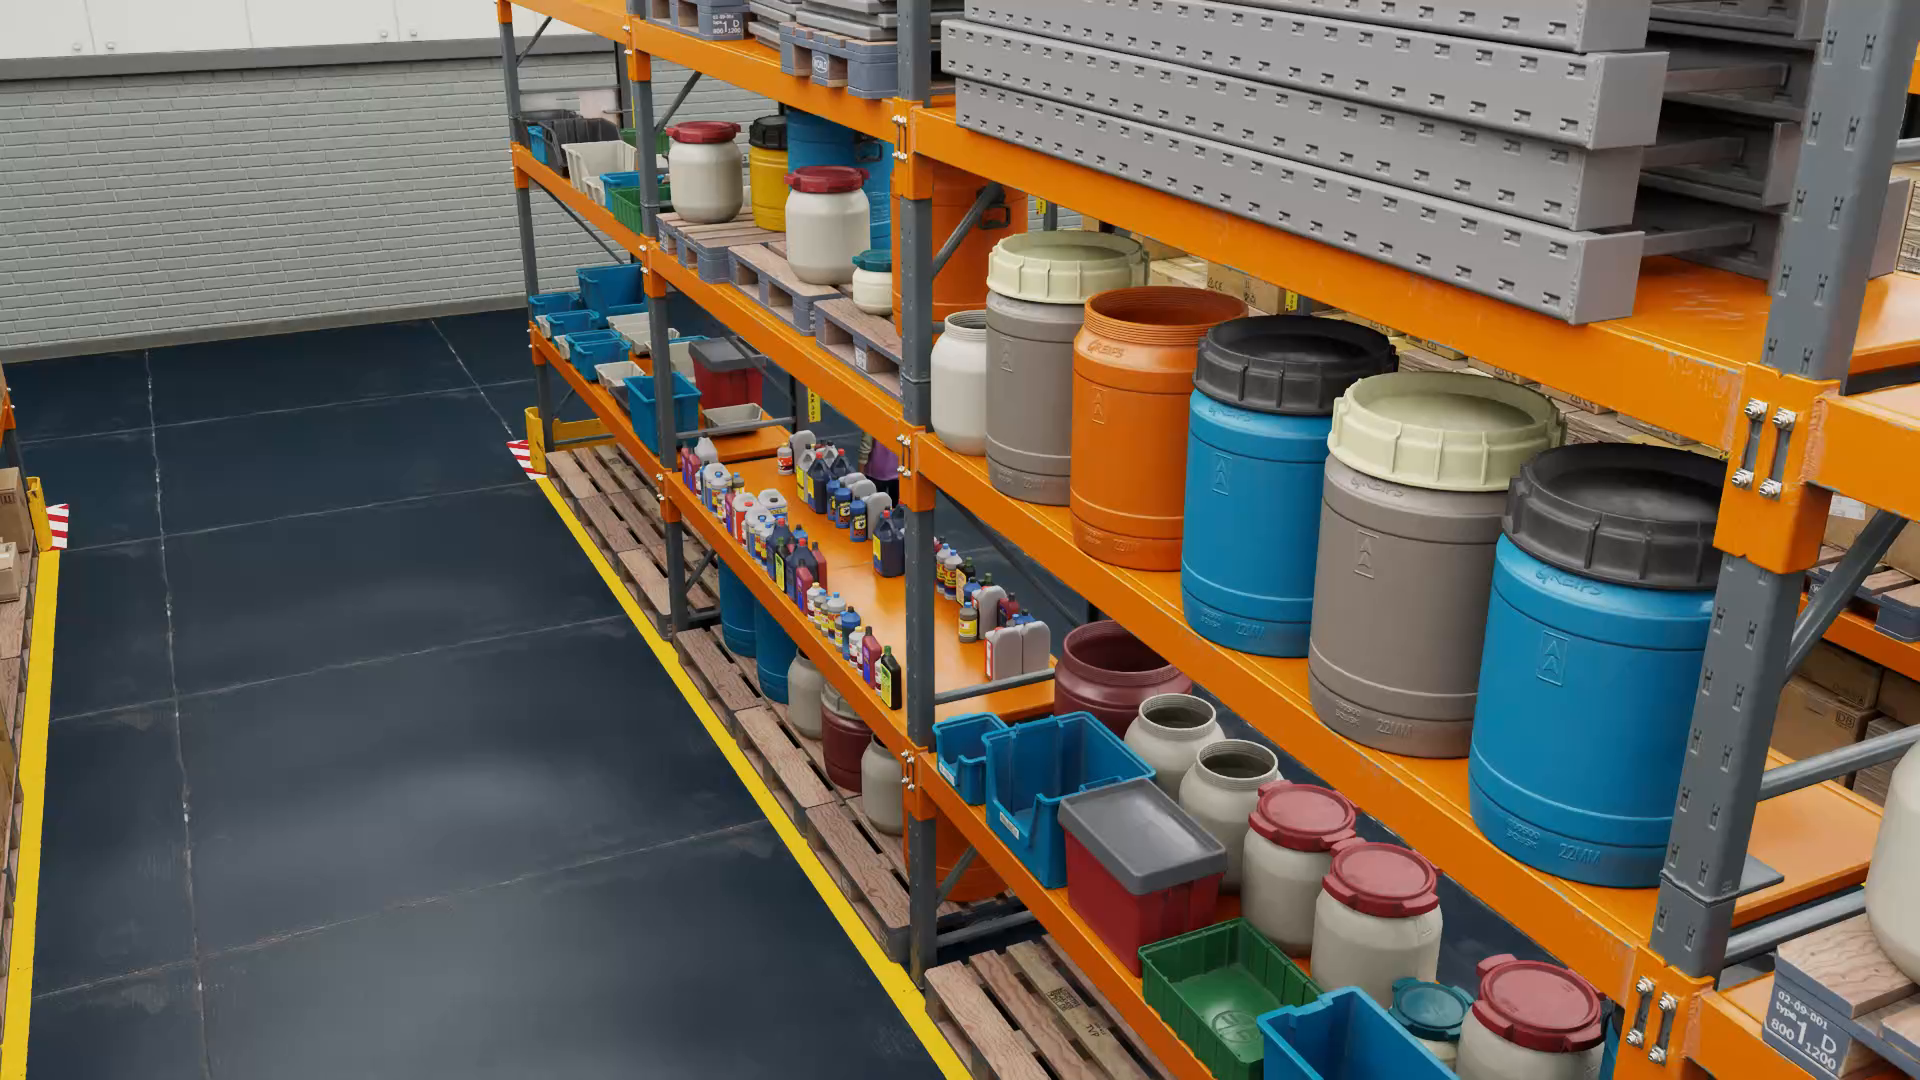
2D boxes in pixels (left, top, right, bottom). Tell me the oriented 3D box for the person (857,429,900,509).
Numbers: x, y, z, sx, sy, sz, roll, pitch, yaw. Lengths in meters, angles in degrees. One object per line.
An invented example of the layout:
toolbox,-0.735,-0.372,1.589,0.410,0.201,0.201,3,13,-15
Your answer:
person,-0.545,-0.508,12.222,0.486,1.593,0.341,-16,27,-33
